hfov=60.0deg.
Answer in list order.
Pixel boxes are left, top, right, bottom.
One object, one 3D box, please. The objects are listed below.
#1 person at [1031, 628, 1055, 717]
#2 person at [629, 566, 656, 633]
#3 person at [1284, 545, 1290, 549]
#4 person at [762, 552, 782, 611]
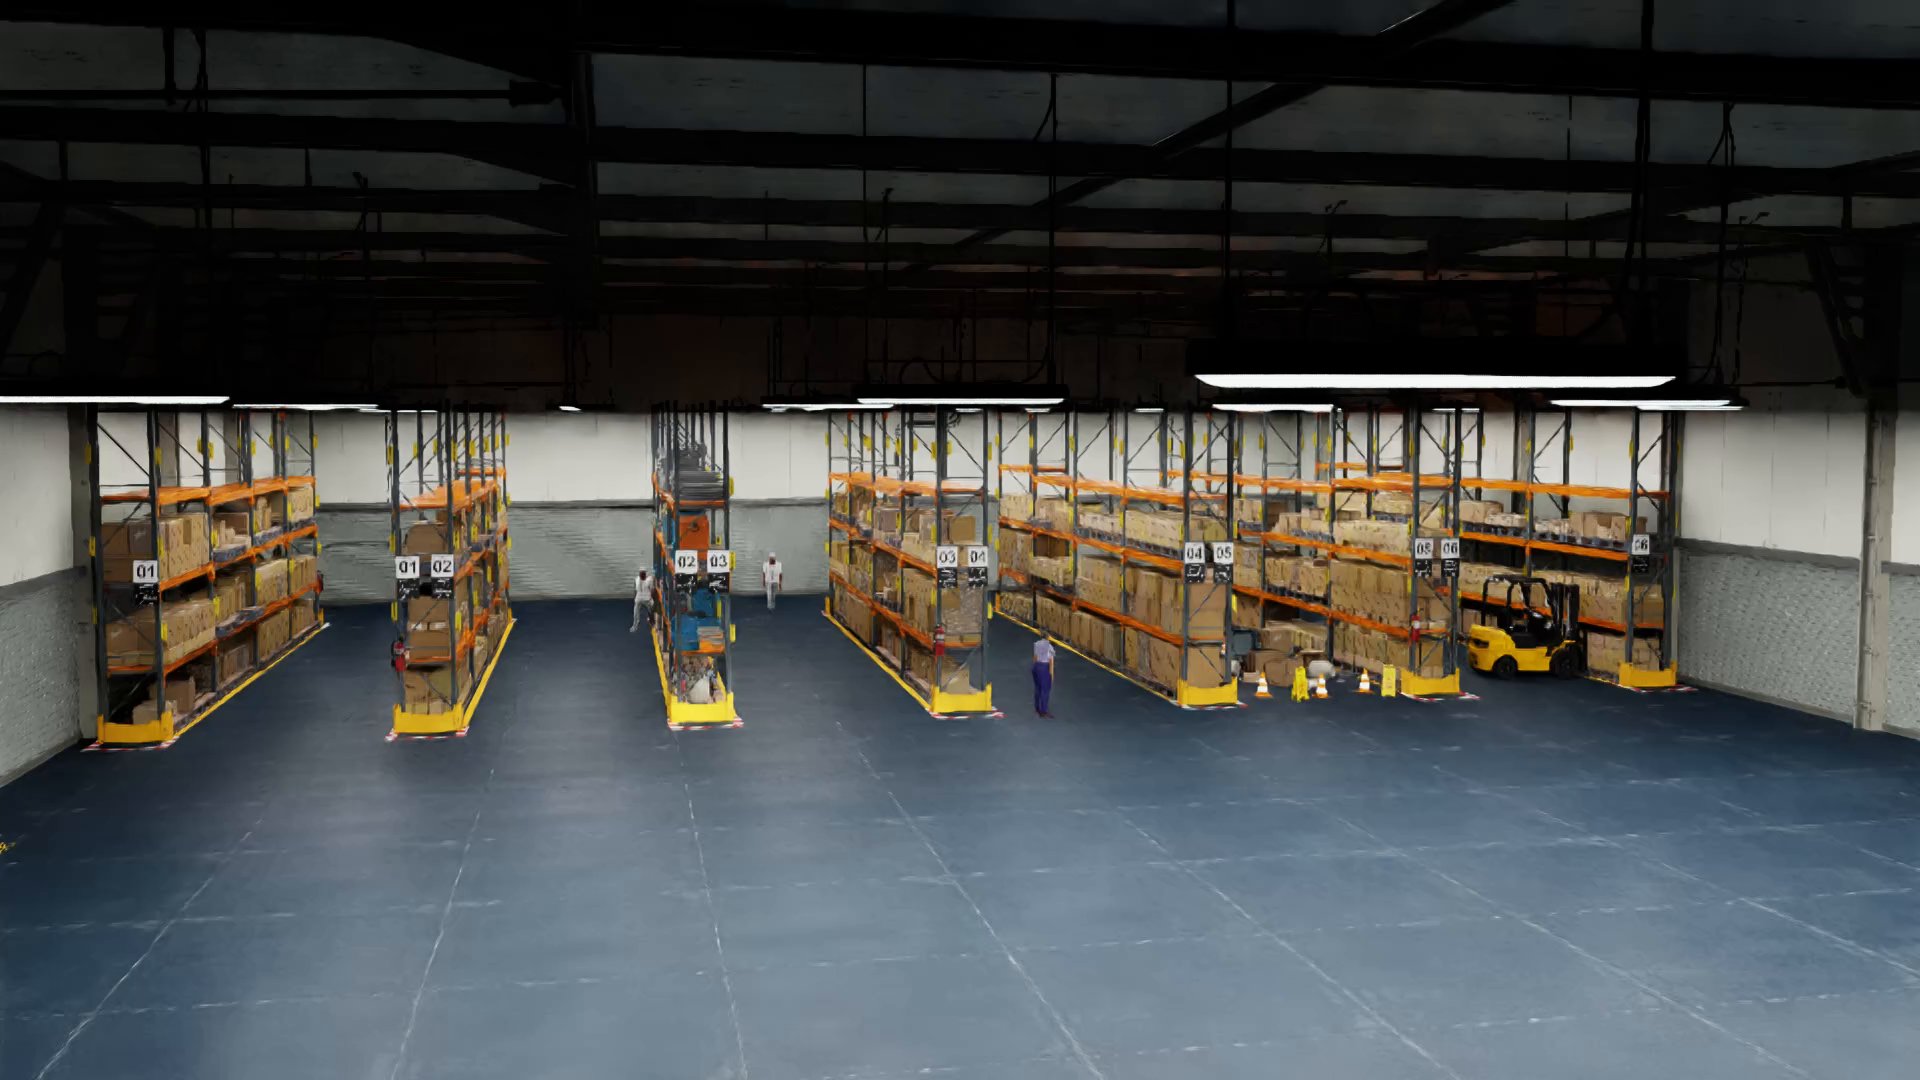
[{"bbox_3d":[1.623,2.505,31.614,0.445,1.657,0.577,-3,5,-37],"label":"person"},{"bbox_3d":[-8.347,1.554,43.832,0.605,1.743,0.970,1,4,12],"label":"person"},{"bbox_3d":[10.244,0.996,51.801,0.506,1.668,0.571,4,6,42],"label":"person"},{"bbox_3d":[-5.485,1.197,48.743,0.575,1.689,1.126,-1,4,-14],"label":"person"}]
